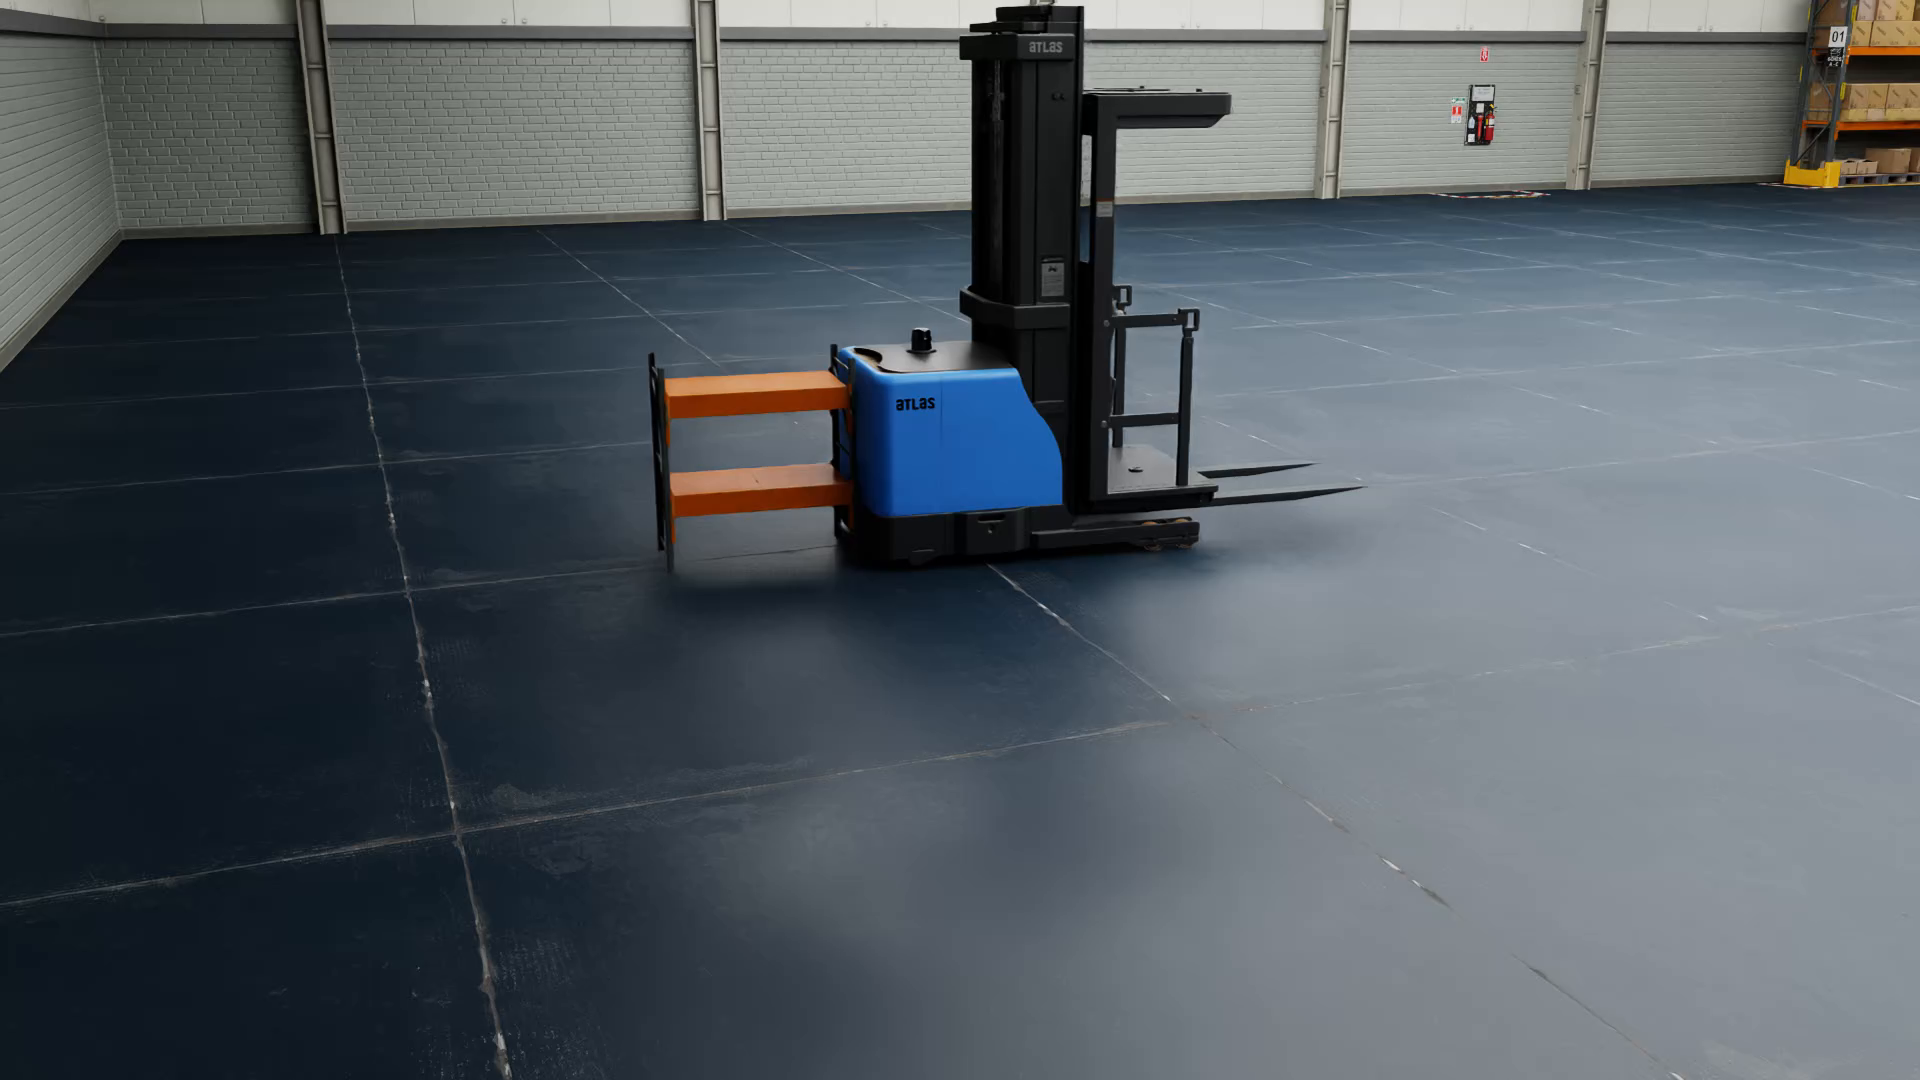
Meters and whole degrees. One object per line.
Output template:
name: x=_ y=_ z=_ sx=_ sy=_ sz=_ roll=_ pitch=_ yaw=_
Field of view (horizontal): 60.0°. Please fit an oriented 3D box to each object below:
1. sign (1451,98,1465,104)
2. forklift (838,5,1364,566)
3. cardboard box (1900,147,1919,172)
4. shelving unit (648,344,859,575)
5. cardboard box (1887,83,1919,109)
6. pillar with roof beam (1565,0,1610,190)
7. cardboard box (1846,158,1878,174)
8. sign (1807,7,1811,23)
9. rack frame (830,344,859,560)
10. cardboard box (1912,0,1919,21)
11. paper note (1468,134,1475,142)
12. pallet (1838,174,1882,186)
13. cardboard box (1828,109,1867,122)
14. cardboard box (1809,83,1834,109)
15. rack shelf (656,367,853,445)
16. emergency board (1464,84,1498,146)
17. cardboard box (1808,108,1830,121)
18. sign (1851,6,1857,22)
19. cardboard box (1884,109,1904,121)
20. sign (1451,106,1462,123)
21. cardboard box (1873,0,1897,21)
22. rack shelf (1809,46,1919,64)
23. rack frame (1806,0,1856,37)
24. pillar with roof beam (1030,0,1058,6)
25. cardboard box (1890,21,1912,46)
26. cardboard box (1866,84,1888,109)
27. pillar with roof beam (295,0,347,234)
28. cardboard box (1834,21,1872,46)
sign: x=9.797 y=-8.641 z=32.695 sx=0.331 sy=0.109 sz=0.001 roll=-6 pitch=17 yaw=-20
forklift: x=0.857 y=-1.481 z=9.440 sx=3.031 sy=2.935 sz=1.130 roll=-5 pitch=17 yaw=-16
cardboard box: x=20.703 y=-8.246 z=36.009 sx=0.500 sy=0.500 sz=0.500 roll=-8 pitch=18 yaw=-24
shelving unit: x=-1.134 y=-0.459 z=9.165 sx=1.048 sy=1.125 sz=0.538 roll=-5 pitch=17 yaw=-16
cardboard box: x=19.903 y=-9.365 z=35.065 sx=0.500 sy=0.500 sz=0.500 roll=-6 pitch=17 yaw=-18
pillar with roof beam: x=14.204 y=-10.385 z=28.991 sx=0.400 sy=9.000 sz=9.100 roll=-6 pitch=17 yaw=-20
cardboard box: x=19.133 y=-7.970 z=35.407 sx=0.500 sy=0.311 sz=0.500 roll=-5 pitch=17 yaw=-15
sign: x=17.743 y=-10.958 z=34.694 sx=0.005 sy=0.325 sz=0.100 roll=-6 pitch=17 yaw=-20
rack frame: x=-0.646 y=-0.499 z=9.301 sx=0.032 sy=1.125 sz=0.500 roll=-5 pitch=17 yaw=-16
cardboard box: x=20.295 y=-11.090 z=34.729 sx=0.500 sy=0.500 sz=0.500 roll=-7 pitch=18 yaw=-22
paper note: x=10.153 y=-7.977 z=33.004 sx=0.142 sy=0.148 sz=0.016 roll=-6 pitch=17 yaw=-20
pallet: x=18.765 y=-7.688 z=35.404 sx=1.213 sy=0.211 sz=1.003 roll=-6 pitch=17 yaw=-20
cardboard box: x=18.492 y=-8.849 z=34.639 sx=0.500 sy=0.250 sz=0.500 roll=-7 pitch=18 yaw=-22
cardboard box: x=18.287 y=-9.347 z=35.002 sx=0.500 sy=0.500 sz=0.500 roll=-6 pitch=18 yaw=-21
rack shelf: x=-1.134 y=-0.740 z=9.082 sx=1.000 sy=0.278 sz=0.538 roll=-5 pitch=17 yaw=-16
emergency board: x=10.343 y=-8.400 z=32.879 sx=0.643 sy=1.169 sz=0.194 roll=-6 pitch=17 yaw=-20
cardboard box: x=18.290 y=-8.981 z=35.090 sx=0.500 sy=0.250 sz=0.500 roll=-6 pitch=17 yaw=-19
sign: x=18.117 y=-10.662 z=33.706 sx=0.005 sy=0.325 sz=0.100 roll=-6 pitch=17 yaw=-20
cardboard box: x=19.449 y=-8.955 z=35.000 sx=0.500 sy=0.250 sz=0.500 roll=-6 pitch=18 yaw=-21
sign: x=9.789 y=-8.388 z=32.776 sx=0.234 sy=0.329 sz=0.001 roll=-6 pitch=17 yaw=-20
cardboard box: x=18.856 y=-10.934 z=34.199 sx=0.500 sy=0.500 sz=0.500 roll=-6 pitch=18 yaw=-21
rack shelf: x=19.790 y=-10.241 z=35.103 sx=4.000 sy=0.370 sz=1.077 roll=-6 pitch=17 yaw=-20
rack frame: x=17.923 y=-11.824 z=33.892 sx=0.127 sy=3.000 sz=1.000 roll=-6 pitch=17 yaw=-20
pillar with roof beam: x=2.999 y=-9.175 z=24.871 sx=0.400 sy=9.000 sz=9.100 roll=-6 pitch=17 yaw=-20
cardboard box: x=19.322 y=-10.509 z=34.523 sx=0.500 sy=0.500 sz=0.500 roll=-5 pitch=17 yaw=-18
cardboard box: x=18.941 y=-9.259 z=34.706 sx=0.500 sy=0.500 sz=0.500 roll=-6 pitch=17 yaw=-20
pillar with roof beam: x=-8.207 y=-7.965 z=20.751 sx=0.400 sy=9.000 sz=9.100 roll=-6 pitch=17 yaw=-20
cardboard box: x=18.324 y=-10.410 z=34.189 sx=0.500 sy=0.500 sz=0.500 roll=-6 pitch=17 yaw=-19
